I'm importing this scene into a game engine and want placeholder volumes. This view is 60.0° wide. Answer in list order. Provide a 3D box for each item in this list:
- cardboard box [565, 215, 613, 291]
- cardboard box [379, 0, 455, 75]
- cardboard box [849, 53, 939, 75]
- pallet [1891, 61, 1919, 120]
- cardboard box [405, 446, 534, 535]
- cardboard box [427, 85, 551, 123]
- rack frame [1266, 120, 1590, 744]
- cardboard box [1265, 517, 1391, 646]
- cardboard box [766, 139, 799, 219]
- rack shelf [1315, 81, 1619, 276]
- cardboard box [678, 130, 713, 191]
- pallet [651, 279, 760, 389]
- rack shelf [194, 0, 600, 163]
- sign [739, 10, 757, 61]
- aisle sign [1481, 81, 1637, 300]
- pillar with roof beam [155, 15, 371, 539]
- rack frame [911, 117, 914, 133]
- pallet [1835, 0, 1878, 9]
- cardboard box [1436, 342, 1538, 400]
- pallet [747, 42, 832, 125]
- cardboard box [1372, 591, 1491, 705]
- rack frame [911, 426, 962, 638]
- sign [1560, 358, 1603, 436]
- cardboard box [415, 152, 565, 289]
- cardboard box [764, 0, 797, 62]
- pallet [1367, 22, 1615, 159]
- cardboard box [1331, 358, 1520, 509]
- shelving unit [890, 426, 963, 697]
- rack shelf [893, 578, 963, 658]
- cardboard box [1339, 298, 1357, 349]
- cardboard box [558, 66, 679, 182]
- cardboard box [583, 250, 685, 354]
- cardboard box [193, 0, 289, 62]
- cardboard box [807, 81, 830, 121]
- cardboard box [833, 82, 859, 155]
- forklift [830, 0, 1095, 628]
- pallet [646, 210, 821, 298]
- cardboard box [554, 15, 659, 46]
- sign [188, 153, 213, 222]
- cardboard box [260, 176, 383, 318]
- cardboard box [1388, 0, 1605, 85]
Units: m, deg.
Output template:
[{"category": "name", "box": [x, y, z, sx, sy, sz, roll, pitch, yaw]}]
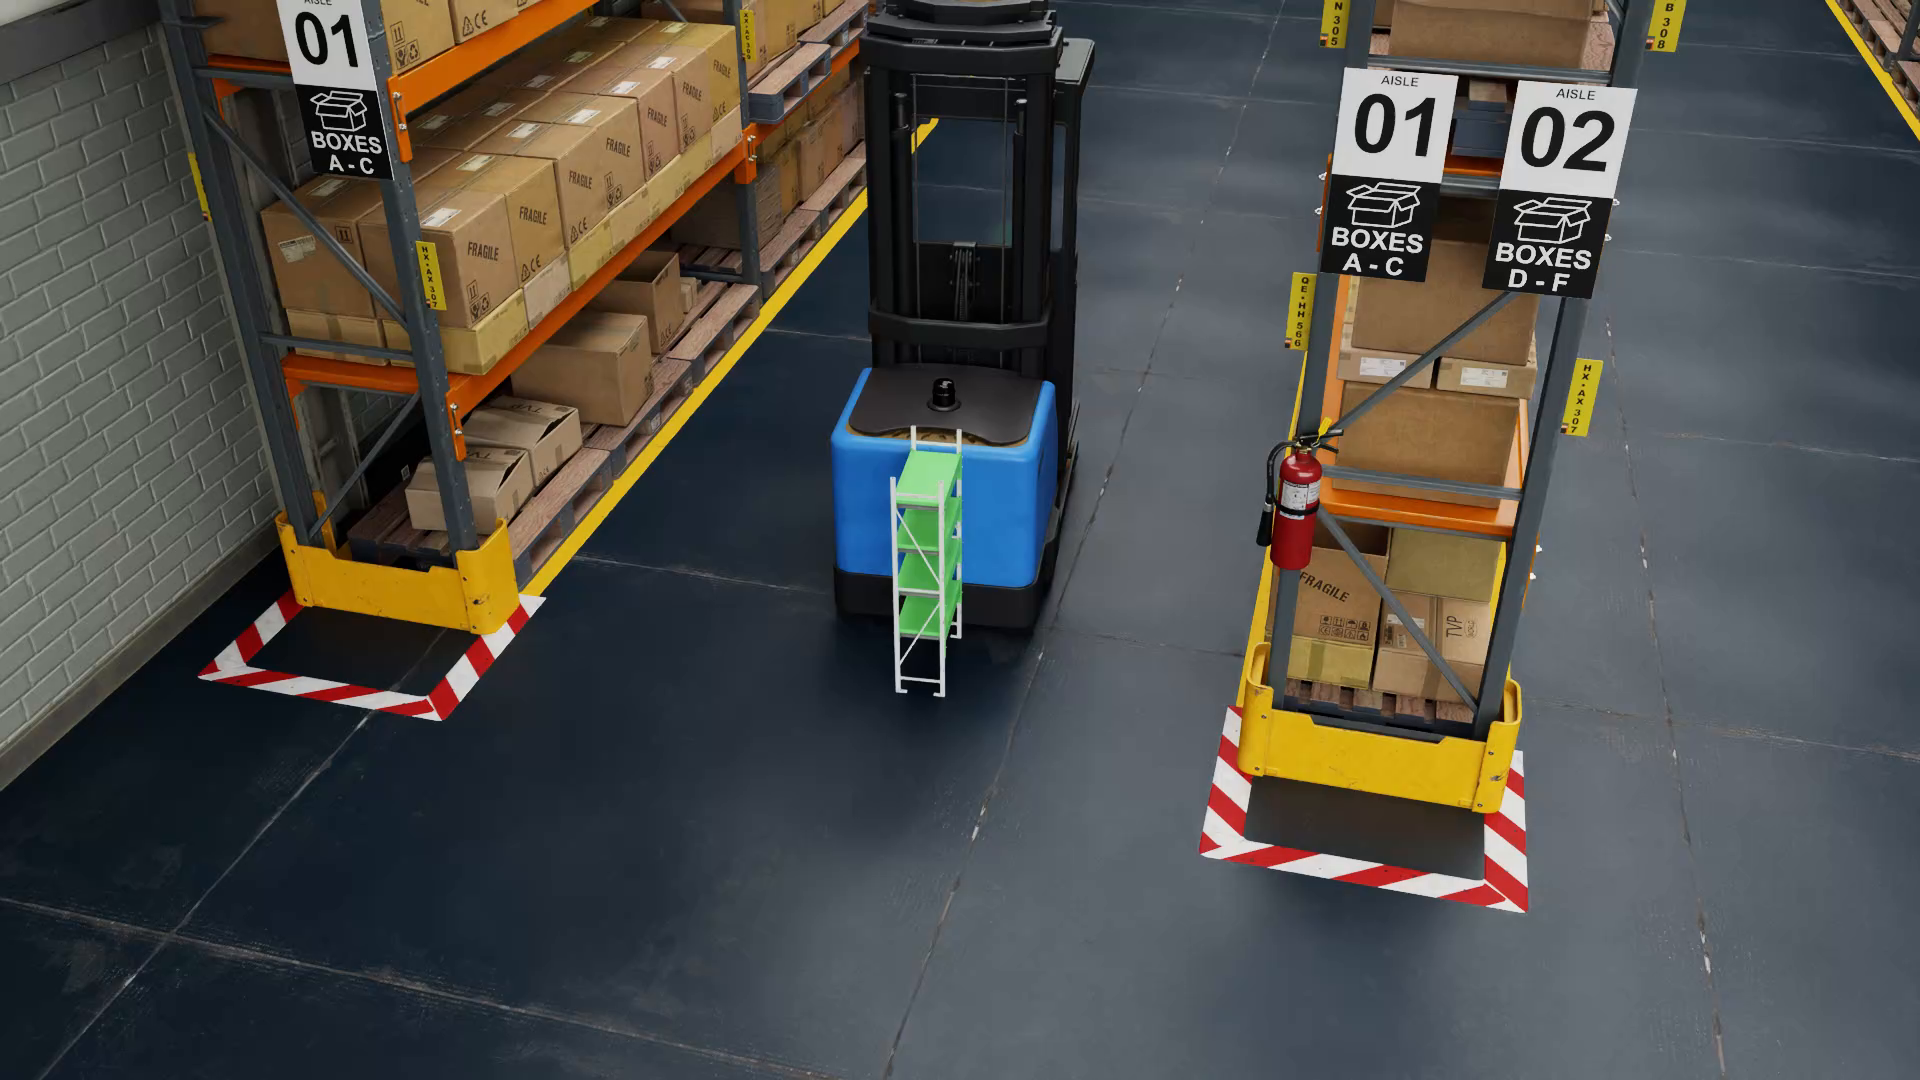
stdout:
[{"category": "cardboard box", "box": [-2.238, -1.593, 9.081, 0.500, 0.250, 0.500, 8, 33, 12]}, {"category": "cardboard box", "box": [-2.595, -2.359, 7.257, 0.500, 0.500, 0.500, 9, 34, 14]}, {"category": "cardboard box", "box": [-0.578, -4.688, 15.441, 0.750, 0.750, 0.750, 8, 33, 12]}, {"category": "pallet", "box": [9.470, -4.210, 15.675, 1.003, 0.211, 1.213, 8, 33, 12]}, {"category": "cardboard box", "box": [-2.659, -0.301, 9.023, 0.500, 0.311, 0.500, 4, 33, 7]}, {"category": "cardboard box", "box": [-2.615, -2.228, 9.381, 0.500, 0.500, 0.500, 8, 33, 13]}, {"category": "rack frame", "box": [1.871, -0.231, 6.817, 1.000, 3.000, 0.127, 8, 33, 12]}, {"category": "cardboard box", "box": [1.719, 0.117, 7.742, 0.500, 0.500, 0.500, 8, 33, 12]}, {"category": "cardboard box", "box": [-1.653, -2.769, 12.729, 0.700, 0.500, 0.500, 7, 33, 11]}, {"category": "rack shelf", "box": [2.378, -2.231, 7.838, 1.077, 0.370, 4.000, 8, 33, 12]}, {"category": "cardboard box", "box": [-1.868, -2.379, 10.318, 0.500, 0.250, 0.500, 8, 33, 13]}, {"category": "pallet", "box": [-2.043, -1.449, 11.332, 1.003, 0.211, 1.213, 8, 33, 12]}, {"category": "rack shelf", "box": [-2.414, -2.903, 8.895, 1.077, 0.370, 4.000, 8, 33, 12]}, {"category": "sign", "box": [-1.380, -3.274, 10.798, 0.100, 0.325, 0.005, 8, 33, 12]}, {"category": "aisle sign", "box": [2.150, -1.252, 6.000, 0.394, 0.787, 0.004, 8, 33, 12]}, {"category": "pillar with roof beam", "box": [0.583, -3.330, 6.100, 9.100, 9.000, 0.400, 8, 33, 12]}, {"category": "rack frame", "box": [-0.891, -5.055, 14.405, 1.000, 3.000, 0.127, 8, 33, 12]}, {"category": "pallet", "box": [10.475, -6.258, 18.897, 1.003, 0.211, 1.213, 8, 33, 12]}, {"category": "cardboard box", "box": [2.179, -0.721, 6.890, 0.380, 0.149, 0.250, 8, 33, 12]}, {"category": "pallet", "box": [-1.572, -3.275, 11.784, 1.003, 0.211, 1.213, 8, 33, 12]}, {"category": "cardboard box", "box": [2.222, 0.505, 7.832, 0.500, 0.250, 0.500, 8, 33, 12]}, {"category": "rack frame", "box": [-0.112, -0.020, 8.163, 0.240, 1.200, 0.015, 5, 33, 8]}, {"category": "sign", "box": [2.406, -0.551, 6.440, 0.100, 0.325, 0.005, 8, 33, 12]}, {"category": "cardboard box", "box": [-2.375, -1.627, 8.435, 0.500, 0.500, 0.500, 8, 33, 13]}, {"category": "cardboard box", "box": [-1.596, -3.755, 11.858, 0.700, 0.500, 0.500, 11, 34, 17]}, {"category": "pallet", "box": [2.075, -1.823, 6.607, 1.003, 0.211, 1.213, 8, 33, 12]}, {"category": "cardboard box", "box": [2.002, -0.513, 7.168, 0.700, 0.500, 0.500, 8, 33, 12]}, {"category": "shelving unit", "box": [-0.152, 0.109, 7.960, 0.258, 1.200, 0.503, 5, 33, 8]}, {"category": "rack shelf", "box": [-0.152, 0.366, 8.123, 0.258, 0.148, 0.480, 5, 33, 8]}, {"category": "cardboard box", "box": [1.849, -0.907, 7.183, 0.380, 0.149, 0.250, 9, 34, 14]}, {"category": "cardboard box", "box": [-1.987, -2.433, 9.704, 0.500, 0.500, 0.500, 7, 33, 11]}, {"category": "cardboard box", "box": [-2.131, -1.566, 10.837, 0.500, 0.500, 0.500, 6, 33, 9]}, {"category": "cardboard box", "box": [-3.061, -2.471, 7.433, 0.500, 0.500, 0.500, 10, 34, 16]}, {"category": "cardboard box", "box": [-1.355, -3.566, 13.285, 0.500, 0.250, 0.500, 8, 33, 12]}, {"category": "cardboard box", "box": [-1.267, -3.553, 13.963, 0.700, 0.500, 0.500, 8, 33, 12]}, {"category": "forklift", "box": [0.102, -1.568, 8.985, 1.130, 2.935, 3.031, 5, 33, 8]}, {"category": "pallet", "box": [-1.710, -2.206, 12.524, 1.003, 0.211, 1.213, 8, 33, 12]}, {"category": "cardboard box", "box": [-2.228, -3.025, 10.635, 0.500, 0.500, 0.500, 7, 33, 11]}, {"category": "sign", "box": [-3.453, -1.611, 7.614, 0.100, 0.325, 0.005, 8, 33, 12]}, {"category": "cardboard box", "box": [-3.008, -1.438, 8.139, 0.500, 0.500, 0.500, 8, 33, 12]}, {"category": "cardboard box", "box": [2.021, -2.074, 6.302, 0.797, 0.503, 0.637, 10, 34, 16]}]
